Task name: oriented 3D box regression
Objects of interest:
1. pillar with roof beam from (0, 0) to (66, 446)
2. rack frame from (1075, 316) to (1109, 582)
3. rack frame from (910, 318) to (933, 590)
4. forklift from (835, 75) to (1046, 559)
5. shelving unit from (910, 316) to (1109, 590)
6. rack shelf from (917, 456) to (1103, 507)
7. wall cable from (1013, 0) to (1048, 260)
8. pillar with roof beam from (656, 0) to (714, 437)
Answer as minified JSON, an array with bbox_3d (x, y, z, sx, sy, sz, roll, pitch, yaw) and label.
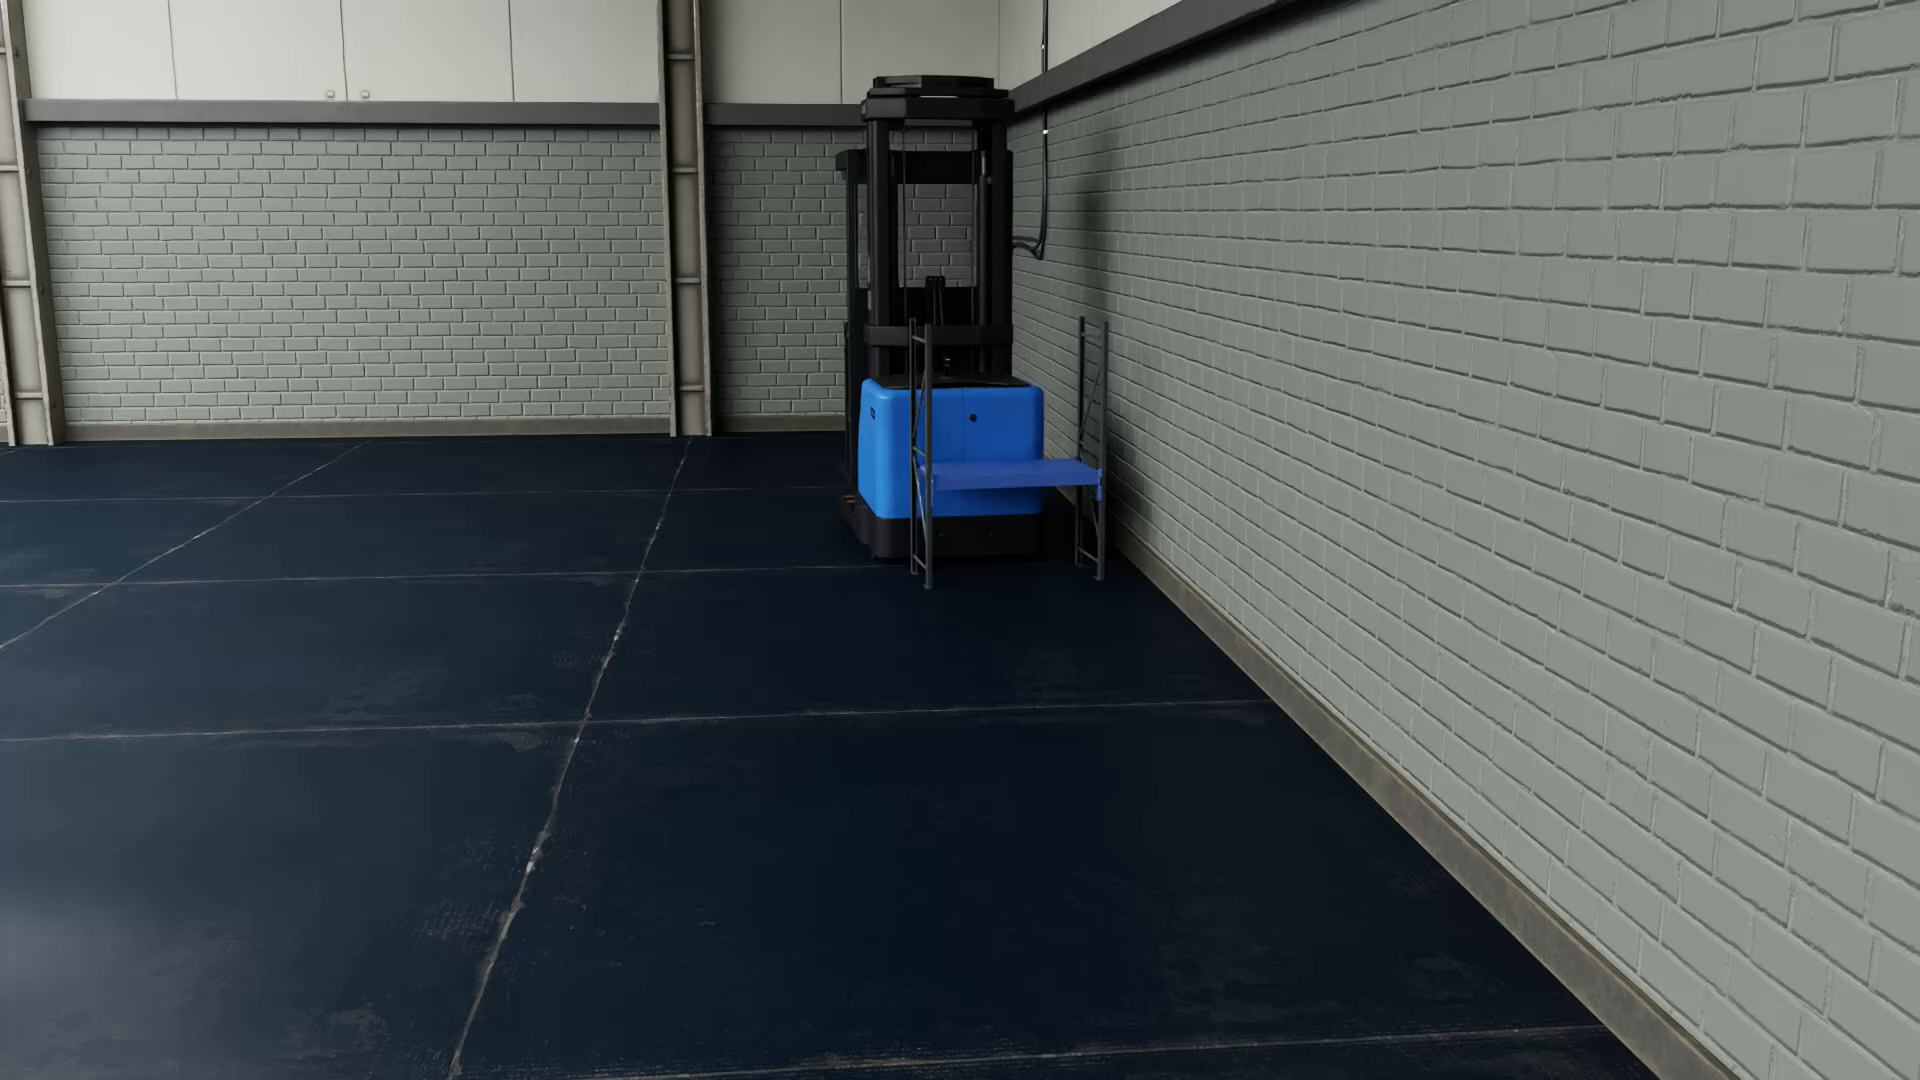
[{"bbox_3d":[-8.088,-4.488,10.368,0.400,9.000,9.100,-1,11,-6],"label":"pillar with roof beam"},{"bbox_3d":[0.769,-0.542,9.738,0.032,1.500,0.500,-2,11,-12],"label":"rack frame"},{"bbox_3d":[-0.224,-0.500,9.523,0.032,1.500,0.500,-2,11,-12],"label":"rack frame"},{"bbox_3d":[-0.241,-1.559,11.199,1.130,2.935,3.031,-2,11,-10],"label":"forklift"},{"bbox_3d":[0.273,-0.521,9.630,1.048,1.500,0.538,-2,11,-12],"label":"shelving unit"},{"bbox_3d":[0.273,-0.345,9.665,1.000,0.185,0.538,-2,11,-12],"label":"rack shelf"},{"bbox_3d":[0.484,-3.723,14.525,0.112,2.526,3.097,-1,11,-6],"label":"wall cable"},{"bbox_3d":[-2.123,-4.613,11.004,0.400,9.000,9.100,-1,11,-6],"label":"pillar with roof beam"}]
